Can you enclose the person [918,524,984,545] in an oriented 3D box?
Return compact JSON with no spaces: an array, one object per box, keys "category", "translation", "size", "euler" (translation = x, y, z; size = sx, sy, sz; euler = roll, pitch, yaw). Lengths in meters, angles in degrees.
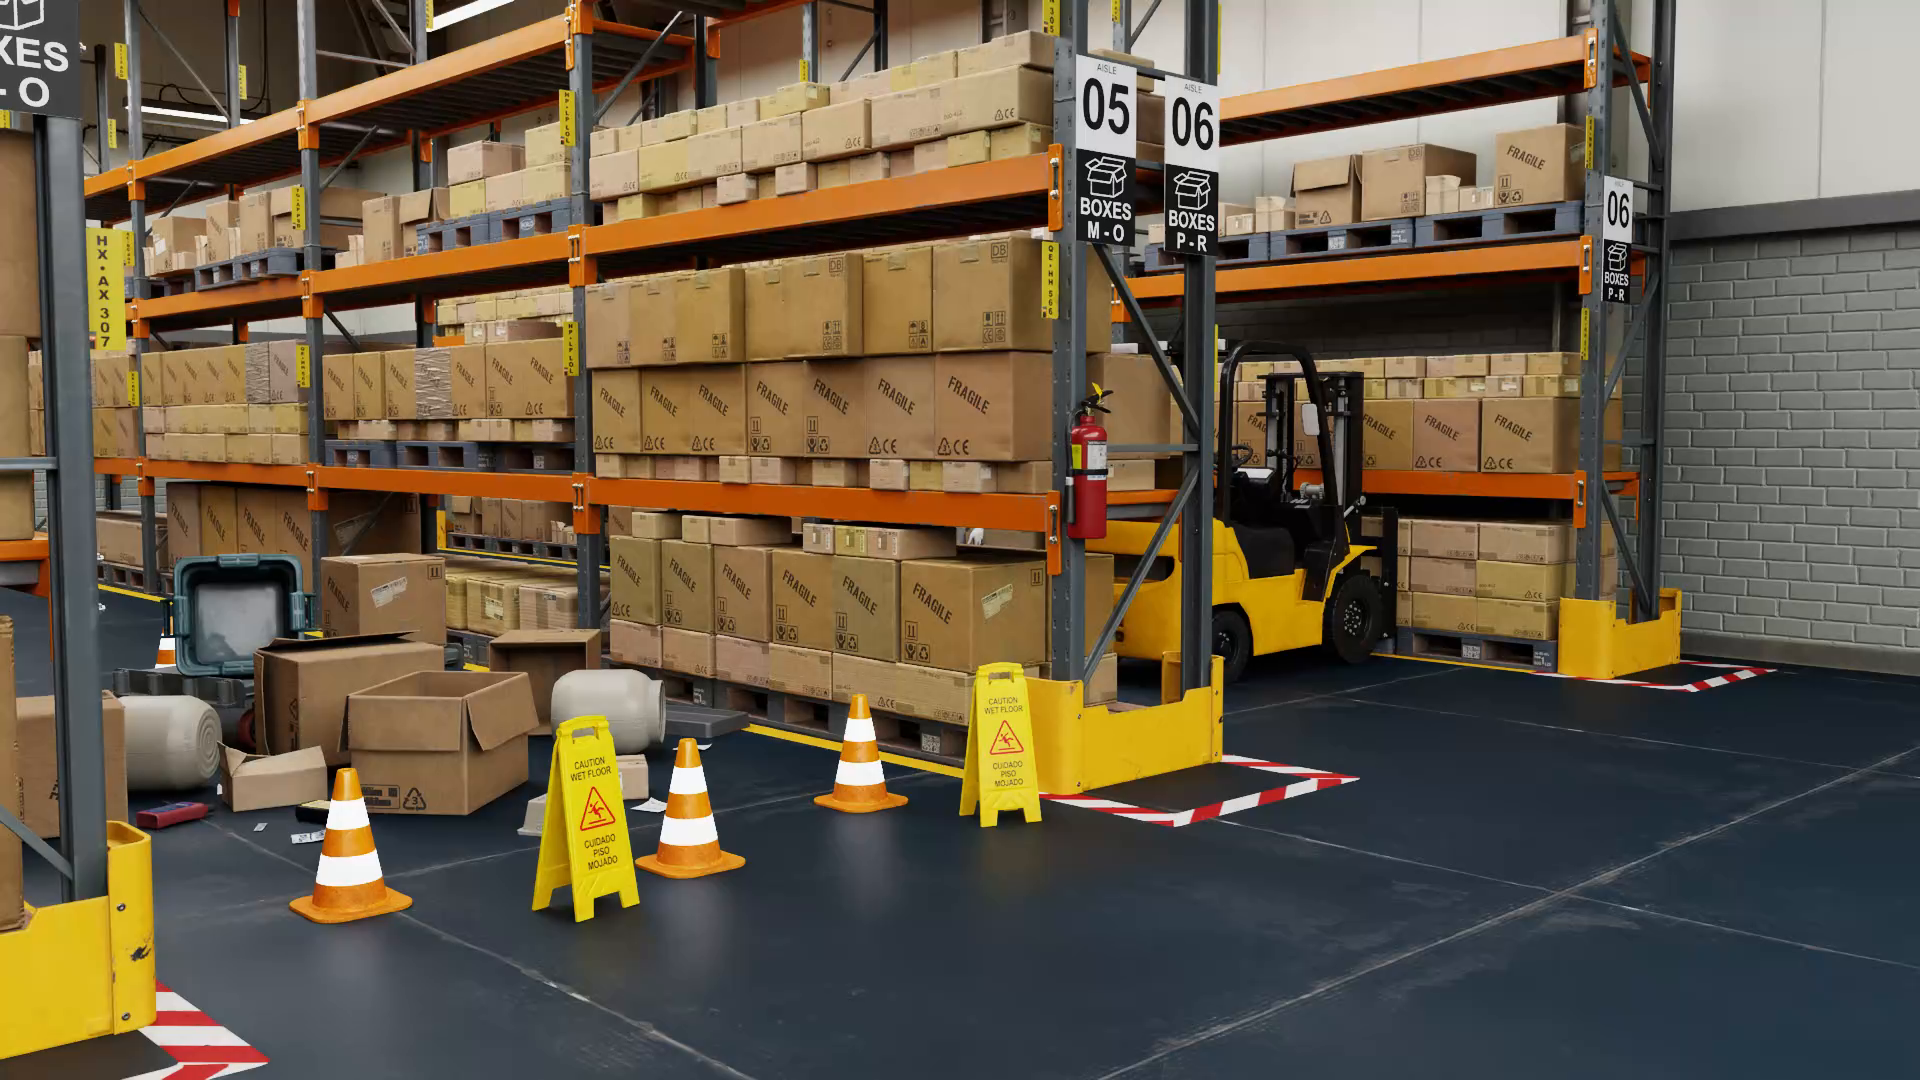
[{"category":"person","translation":[-0.164,-0.066,11.400],"size":[0.657,1.783,0.576],"euler":[1,4,17]}]
